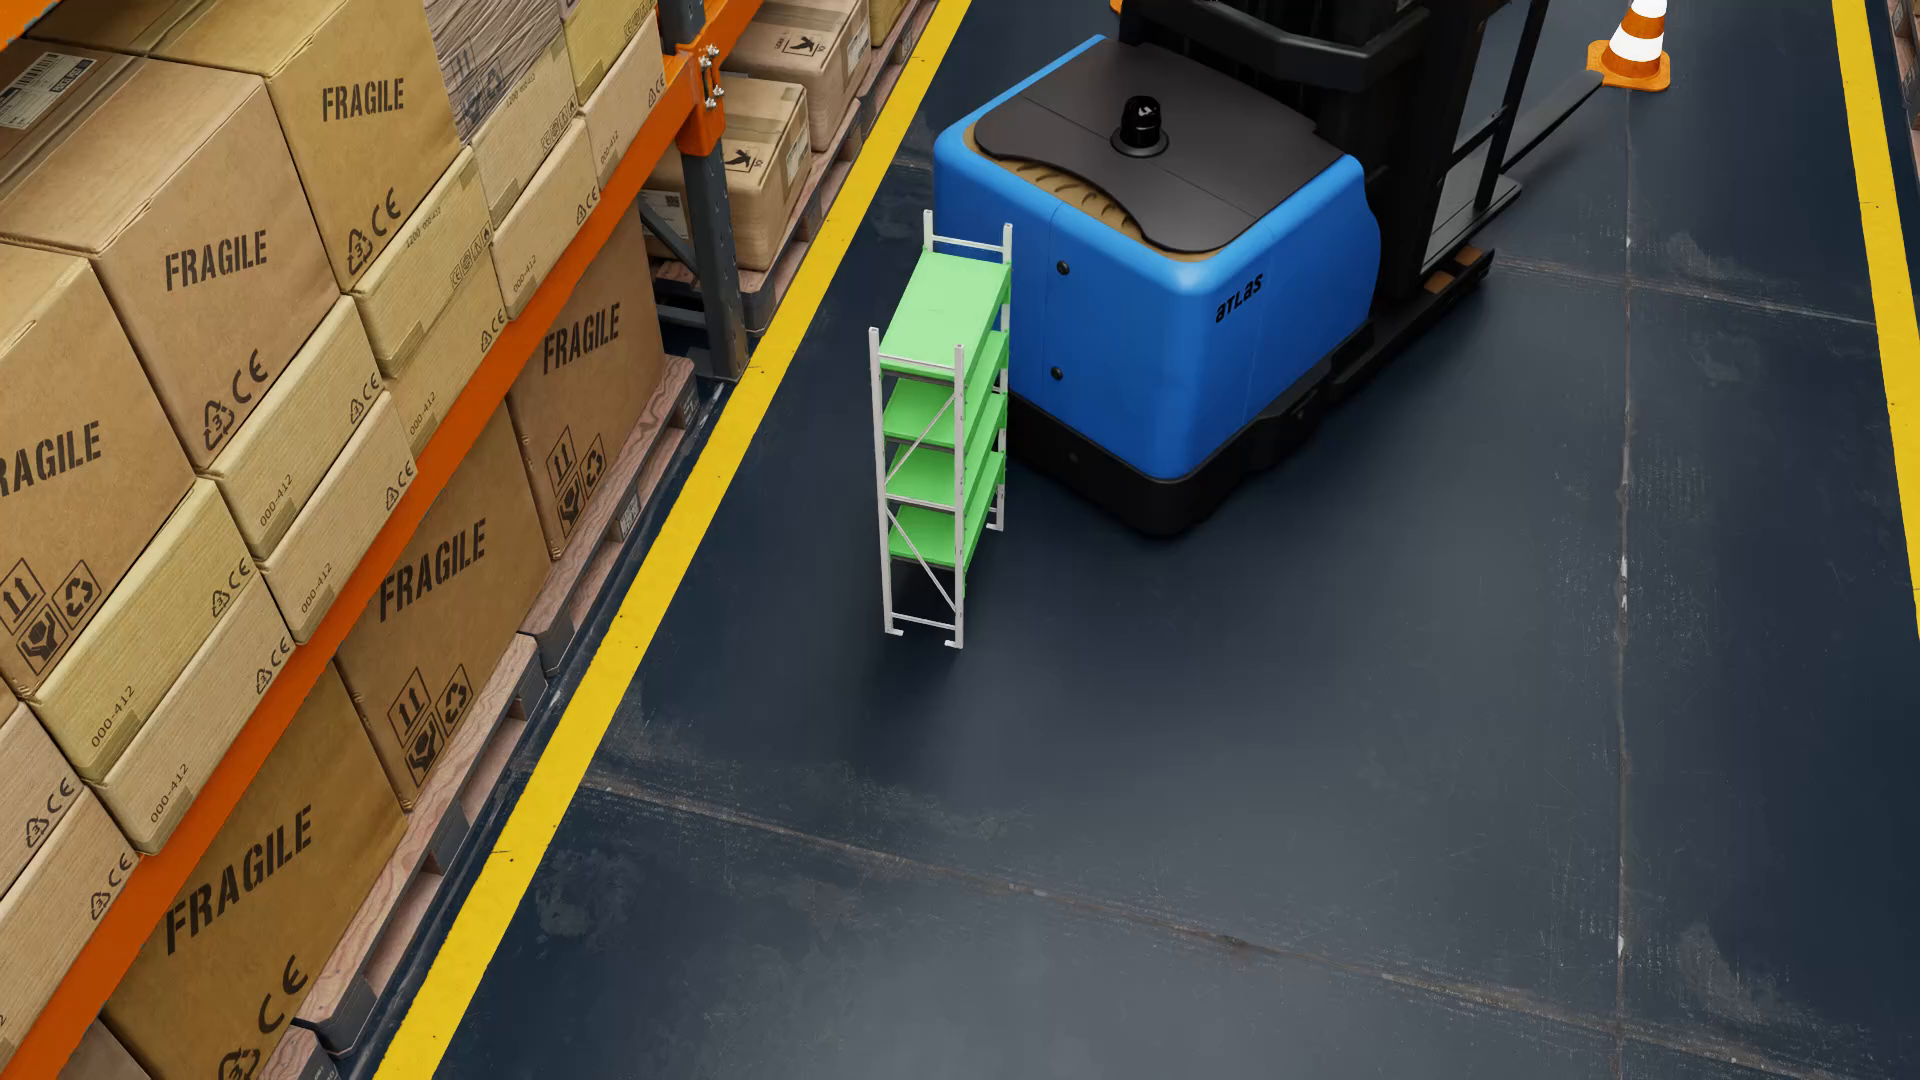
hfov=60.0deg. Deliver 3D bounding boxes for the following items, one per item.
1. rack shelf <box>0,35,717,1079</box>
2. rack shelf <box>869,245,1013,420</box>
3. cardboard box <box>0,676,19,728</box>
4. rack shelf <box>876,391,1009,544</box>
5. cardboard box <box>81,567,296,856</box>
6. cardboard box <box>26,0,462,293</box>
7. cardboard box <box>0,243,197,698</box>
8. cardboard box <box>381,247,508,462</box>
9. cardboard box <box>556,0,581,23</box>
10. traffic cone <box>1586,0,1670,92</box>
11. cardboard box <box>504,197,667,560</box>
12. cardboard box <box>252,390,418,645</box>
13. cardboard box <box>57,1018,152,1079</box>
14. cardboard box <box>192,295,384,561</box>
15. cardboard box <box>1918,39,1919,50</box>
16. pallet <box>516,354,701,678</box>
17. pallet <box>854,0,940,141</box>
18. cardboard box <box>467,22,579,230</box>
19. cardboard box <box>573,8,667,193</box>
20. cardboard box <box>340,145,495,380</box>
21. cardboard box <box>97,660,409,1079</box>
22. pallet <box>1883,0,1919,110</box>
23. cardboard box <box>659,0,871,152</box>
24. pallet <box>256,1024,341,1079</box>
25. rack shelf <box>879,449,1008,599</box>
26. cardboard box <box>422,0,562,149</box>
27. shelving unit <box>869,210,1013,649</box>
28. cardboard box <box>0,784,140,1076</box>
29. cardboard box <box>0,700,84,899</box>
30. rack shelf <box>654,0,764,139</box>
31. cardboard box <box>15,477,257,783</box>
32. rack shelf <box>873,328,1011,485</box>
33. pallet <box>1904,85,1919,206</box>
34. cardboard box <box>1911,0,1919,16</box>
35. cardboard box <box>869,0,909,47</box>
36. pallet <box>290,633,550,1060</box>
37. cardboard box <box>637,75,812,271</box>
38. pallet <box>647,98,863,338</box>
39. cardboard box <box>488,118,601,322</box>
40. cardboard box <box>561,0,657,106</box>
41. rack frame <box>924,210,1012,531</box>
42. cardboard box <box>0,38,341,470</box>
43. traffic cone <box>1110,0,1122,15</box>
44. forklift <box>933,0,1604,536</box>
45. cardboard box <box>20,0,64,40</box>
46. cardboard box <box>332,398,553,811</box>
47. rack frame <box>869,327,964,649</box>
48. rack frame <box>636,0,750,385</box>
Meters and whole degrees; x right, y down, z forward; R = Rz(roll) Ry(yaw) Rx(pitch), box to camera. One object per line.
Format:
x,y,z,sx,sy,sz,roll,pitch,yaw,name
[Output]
-1.757,0.015,3.716,1.077,0.370,4.000,12,50,10,rack shelf
-0.044,-0.553,4.383,0.258,0.148,0.480,12,50,10,rack shelf
-1.783,0.225,2.317,0.500,0.500,0.500,11,50,10,cardboard box
-0.044,-0.235,4.742,0.258,0.148,0.480,12,50,10,rack shelf
-1.627,0.265,3.115,0.500,0.250,0.500,11,50,10,cardboard box
-1.378,-0.877,3.290,0.500,0.500,0.500,12,50,10,cardboard box
-1.648,-0.137,2.637,0.500,0.500,0.500,10,49,9,cardboard box
-1.380,-0.469,3.763,0.500,0.250,0.500,11,50,10,cardboard box
-1.114,-1.608,3.935,0.500,0.500,0.500,10,49,9,cardboard box
2.815,-2.147,6.837,0.336,0.463,0.334,12,50,10,traffic cone
-1.492,-0.622,4.935,0.875,0.875,0.875,11,50,10,cardboard box
-1.487,-0.095,3.433,0.500,0.250,0.500,11,49,9,cardboard box
-2.197,1.324,3.218,0.875,0.875,0.875,13,50,11,cardboard box
-1.495,-0.263,3.248,0.500,0.250,0.500,10,49,9,cardboard box
4.291,-1.890,6.138,1.050,0.750,0.750,12,50,10,cardboard box
-1.510,-0.191,5.278,1.003,0.211,1.213,12,50,10,pallet
-0.700,-2.191,7.043,1.003,0.211,1.213,12,50,10,pallet
-1.244,-1.013,3.910,0.500,0.250,0.500,10,49,9,cardboard box
-1.113,-1.203,4.411,0.500,0.250,0.500,10,49,9,cardboard box
-1.359,-0.639,3.580,0.500,0.250,0.500,10,49,9,cardboard box
-1.967,0.669,3.796,0.875,0.875,0.875,13,50,11,cardboard box
4.494,-2.163,7.018,1.003,0.211,1.213,12,50,10,pallet
-0.885,-1.881,6.382,0.950,0.372,0.625,11,49,9,cardboard box
-2.153,1.574,3.720,1.003,0.211,1.213,12,50,10,pallet
-0.044,-0.076,4.922,0.258,0.148,0.480,12,50,10,rack shelf
-1.241,-1.235,3.606,0.500,0.500,0.500,12,50,11,cardboard box
-0.044,-0.277,4.694,0.258,1.200,0.503,12,50,10,shelving unit
-1.778,0.633,2.791,0.500,0.250,0.500,10,49,9,cardboard box
-1.785,0.463,2.607,0.500,0.250,0.500,12,50,11,cardboard box
-0.704,-2.878,6.269,1.077,0.370,4.000,12,50,10,rack shelf
-1.626,0.103,2.925,0.500,0.250,0.500,12,50,11,cardboard box
-0.044,-0.394,4.562,0.258,0.148,0.480,12,50,10,rack shelf
4.175,-1.278,6.237,1.003,0.211,1.213,12,50,10,pallet
4.548,-2.587,6.753,1.050,0.750,0.750,11,50,10,cardboard box
-0.680,-2.428,6.865,0.950,0.372,0.625,13,50,11,cardboard box
-1.833,0.688,4.502,1.003,0.211,1.213,12,50,10,pallet
-1.072,-1.345,5.909,0.950,0.372,0.625,9,49,7,cardboard box
-1.023,-1.312,6.267,1.003,0.211,1.213,12,50,10,pallet
-1.232,-0.830,4.082,0.500,0.250,0.500,12,50,11,cardboard box
-1.112,-1.385,4.238,0.500,0.250,0.500,11,50,10,cardboard box
0.021,-0.454,4.850,0.240,1.200,0.015,12,50,10,rack frame
-1.518,-0.512,2.968,0.500,0.500,0.500,11,49,9,cardboard box
0.847,-2.550,7.192,0.336,0.463,0.334,12,50,10,traffic cone
1.275,-2.001,5.061,1.130,2.935,3.031,35,57,27,forklift
-1.868,-0.993,3.392,0.500,0.500,0.500,13,50,11,cardboard box
-1.731,0.022,4.367,0.875,0.875,0.875,12,50,10,cardboard box
-0.108,-0.101,4.539,0.240,1.200,0.015,12,50,10,rack frame
-1.230,-1.669,4.723,1.000,3.000,0.127,12,50,10,rack frame
